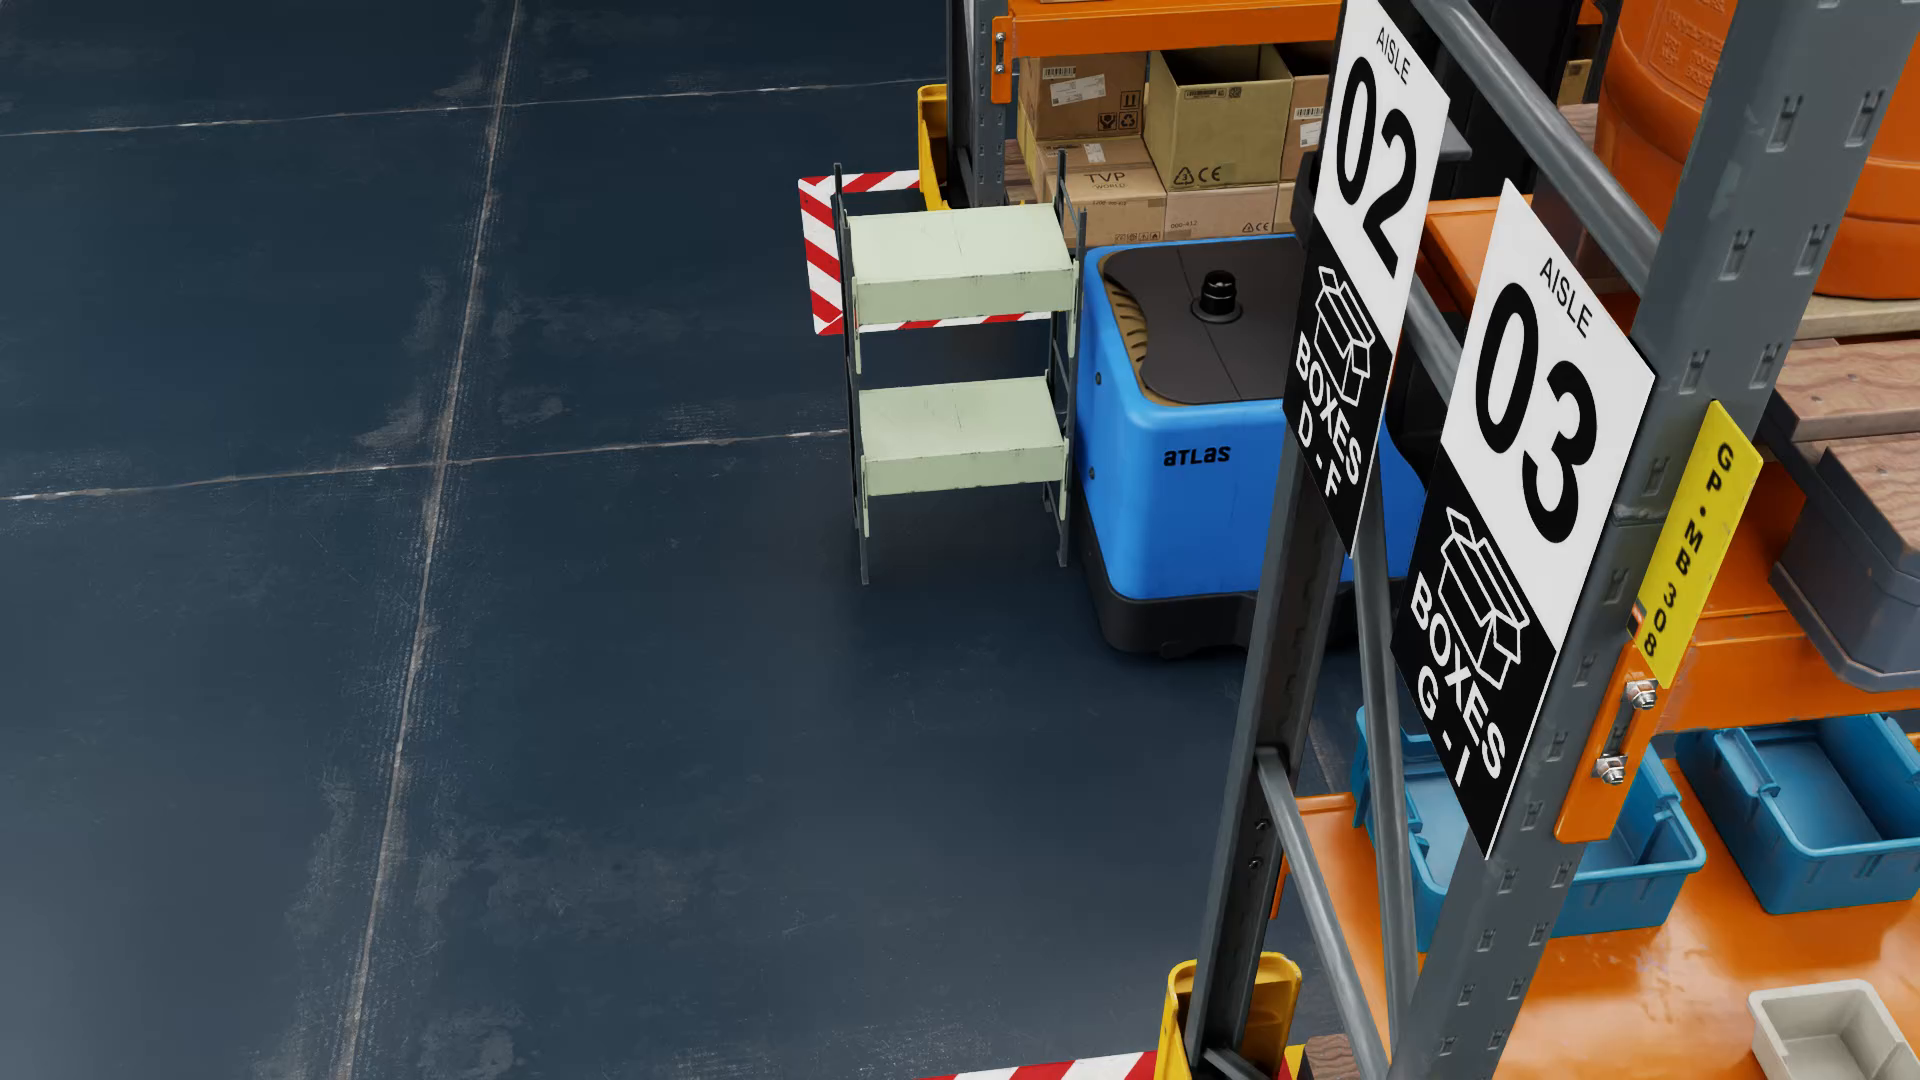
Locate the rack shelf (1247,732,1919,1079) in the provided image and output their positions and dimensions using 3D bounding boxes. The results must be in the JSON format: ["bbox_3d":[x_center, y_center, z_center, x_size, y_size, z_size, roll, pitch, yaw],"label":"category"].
[{"bbox_3d":[2.684,0.856,3.598,4.000,0.370,1.077,-5,42,-6],"label":"rack shelf"}]

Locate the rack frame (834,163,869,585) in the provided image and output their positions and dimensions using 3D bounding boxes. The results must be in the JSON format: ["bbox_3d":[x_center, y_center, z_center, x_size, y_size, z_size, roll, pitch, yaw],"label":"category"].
[{"bbox_3d":[-0.370,-0.525,5.712,0.023,1.500,0.400,-5,42,-6],"label":"rack frame"}]

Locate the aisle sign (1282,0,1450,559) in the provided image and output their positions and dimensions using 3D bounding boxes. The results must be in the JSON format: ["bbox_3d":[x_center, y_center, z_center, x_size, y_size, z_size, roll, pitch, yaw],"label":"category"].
[{"bbox_3d":[0.591,-0.394,2.506,0.004,0.787,0.394,-5,42,-6],"label":"aisle sign"}]

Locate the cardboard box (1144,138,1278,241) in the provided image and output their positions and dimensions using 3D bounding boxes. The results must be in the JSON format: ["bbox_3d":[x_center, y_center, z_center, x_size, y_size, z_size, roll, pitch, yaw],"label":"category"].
[{"bbox_3d":[1.119,-1.607,7.531,0.500,0.250,0.500,-5,42,-6],"label":"cardboard box"}]

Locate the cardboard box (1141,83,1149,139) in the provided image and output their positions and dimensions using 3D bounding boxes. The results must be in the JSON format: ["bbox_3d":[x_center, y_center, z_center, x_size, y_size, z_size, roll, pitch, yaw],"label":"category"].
[{"bbox_3d":[1.050,-1.956,7.919,0.500,0.250,0.500,-5,42,-6],"label":"cardboard box"}]

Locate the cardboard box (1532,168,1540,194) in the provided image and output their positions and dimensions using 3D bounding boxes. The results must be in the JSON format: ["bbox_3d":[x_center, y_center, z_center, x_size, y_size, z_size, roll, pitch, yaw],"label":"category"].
[{"bbox_3d":[2.606,-1.734,7.672,0.500,0.250,0.500,-5,42,-6],"label":"cardboard box"}]

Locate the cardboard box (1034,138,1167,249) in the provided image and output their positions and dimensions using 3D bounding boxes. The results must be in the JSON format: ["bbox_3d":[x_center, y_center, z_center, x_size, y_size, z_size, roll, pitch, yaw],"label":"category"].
[{"bbox_3d":[0.623,-1.561,7.480,0.500,0.250,0.500,-5,42,-6],"label":"cardboard box"}]

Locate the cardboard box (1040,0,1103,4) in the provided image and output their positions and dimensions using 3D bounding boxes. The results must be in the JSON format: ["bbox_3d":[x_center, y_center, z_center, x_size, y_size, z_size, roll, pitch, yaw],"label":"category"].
[{"bbox_3d":[0.527,-2.596,6.814,0.500,0.500,0.700,-5,42,-6],"label":"cardboard box"}]

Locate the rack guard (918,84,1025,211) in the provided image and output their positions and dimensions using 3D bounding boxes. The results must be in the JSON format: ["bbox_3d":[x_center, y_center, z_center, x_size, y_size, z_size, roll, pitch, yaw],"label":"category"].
[{"bbox_3d":[0.039,-1.597,7.647,0.348,0.500,1.175,-5,42,-6],"label":"rack guard"}]

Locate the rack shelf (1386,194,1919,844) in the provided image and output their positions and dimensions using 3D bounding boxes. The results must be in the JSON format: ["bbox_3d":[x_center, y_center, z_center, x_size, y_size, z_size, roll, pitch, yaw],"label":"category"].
[{"bbox_3d":[2.684,-0.258,2.594,4.000,0.370,1.077,-5,42,-6],"label":"rack shelf"}]

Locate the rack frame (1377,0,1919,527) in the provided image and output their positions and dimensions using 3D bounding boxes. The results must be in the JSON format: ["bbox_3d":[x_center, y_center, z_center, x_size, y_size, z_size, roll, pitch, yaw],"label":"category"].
[{"bbox_3d":[0.701,-1.465,1.155,0.127,3.000,1.000,-5,42,-6],"label":"rack frame"}]

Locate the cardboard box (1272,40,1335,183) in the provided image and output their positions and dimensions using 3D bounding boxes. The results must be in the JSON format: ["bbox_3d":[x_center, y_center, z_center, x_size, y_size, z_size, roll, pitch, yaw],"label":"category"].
[{"bbox_3d":[1.613,-1.936,7.336,0.500,0.500,0.500,-5,42,-6],"label":"cardboard box"}]

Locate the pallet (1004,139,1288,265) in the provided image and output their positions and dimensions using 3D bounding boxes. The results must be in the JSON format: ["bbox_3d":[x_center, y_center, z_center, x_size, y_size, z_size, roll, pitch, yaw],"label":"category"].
[{"bbox_3d":[0.815,-1.586,7.851,1.213,0.211,1.003,-5,42,-6],"label":"pallet"}]

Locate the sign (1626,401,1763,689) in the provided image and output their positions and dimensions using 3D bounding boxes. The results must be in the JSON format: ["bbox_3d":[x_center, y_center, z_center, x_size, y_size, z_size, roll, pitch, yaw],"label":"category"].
[{"bbox_3d":[0.768,0.011,1.752,0.005,0.325,0.100,-5,42,-6],"label":"sign"}]

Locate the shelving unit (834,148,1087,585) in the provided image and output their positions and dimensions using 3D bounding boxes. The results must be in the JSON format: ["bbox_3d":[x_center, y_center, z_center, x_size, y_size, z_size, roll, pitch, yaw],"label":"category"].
[{"bbox_3d":[-0.007,-0.556,5.747,0.755,1.500,0.431,-5,42,-6],"label":"shelving unit"}]

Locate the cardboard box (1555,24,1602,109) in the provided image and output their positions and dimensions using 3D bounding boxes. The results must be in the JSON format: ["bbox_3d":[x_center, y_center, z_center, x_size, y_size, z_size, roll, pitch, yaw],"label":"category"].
[{"bbox_3d":[2.605,-2.021,7.430,0.500,0.500,0.500,-5,42,-6],"label":"cardboard box"}]

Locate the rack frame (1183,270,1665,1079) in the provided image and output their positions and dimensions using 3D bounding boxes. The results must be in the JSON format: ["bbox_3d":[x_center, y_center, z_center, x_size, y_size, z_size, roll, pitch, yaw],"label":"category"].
[{"bbox_3d":[0.701,0.763,3.165,0.127,3.000,1.000,-5,42,-6],"label":"rack frame"}]

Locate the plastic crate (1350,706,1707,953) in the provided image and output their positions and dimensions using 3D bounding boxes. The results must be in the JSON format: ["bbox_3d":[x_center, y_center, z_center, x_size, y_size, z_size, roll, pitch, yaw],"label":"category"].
[{"bbox_3d":[1.159,0.576,3.483,0.616,0.251,0.499,-5,42,-6],"label":"plastic crate"}]

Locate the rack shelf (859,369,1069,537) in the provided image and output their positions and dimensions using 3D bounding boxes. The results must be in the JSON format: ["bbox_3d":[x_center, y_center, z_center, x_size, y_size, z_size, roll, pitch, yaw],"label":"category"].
[{"bbox_3d":[-0.007,-0.314,5.965,0.720,0.370,0.431,-5,42,-6],"label":"rack shelf"}]

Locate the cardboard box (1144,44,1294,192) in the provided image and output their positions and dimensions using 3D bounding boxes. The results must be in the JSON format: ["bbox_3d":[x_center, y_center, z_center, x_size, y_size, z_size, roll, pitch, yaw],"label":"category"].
[{"bbox_3d":[1.119,-1.884,7.279,0.500,0.500,0.500,-5,42,-6],"label":"cardboard box"}]

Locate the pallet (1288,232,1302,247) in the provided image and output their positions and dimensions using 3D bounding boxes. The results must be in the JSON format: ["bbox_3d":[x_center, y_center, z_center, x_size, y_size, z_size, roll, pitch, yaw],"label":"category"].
[{"bbox_3d":[2.023,-1.690,7.966,1.213,0.211,1.003,-5,42,-6],"label":"pallet"}]

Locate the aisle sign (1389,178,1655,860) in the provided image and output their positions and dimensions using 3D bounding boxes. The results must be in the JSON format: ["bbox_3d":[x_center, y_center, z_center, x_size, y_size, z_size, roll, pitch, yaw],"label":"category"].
[{"bbox_3d":[0.668,-0.002,2.071,0.004,0.787,0.394,-5,42,-6],"label":"aisle sign"}]

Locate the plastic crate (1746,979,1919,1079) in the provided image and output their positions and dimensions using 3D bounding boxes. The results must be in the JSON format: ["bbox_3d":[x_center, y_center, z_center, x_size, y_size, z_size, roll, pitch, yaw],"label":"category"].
[{"bbox_3d":[1.630,0.997,3.102,0.250,0.136,0.298,-5,42,-6],"label":"plastic crate"}]

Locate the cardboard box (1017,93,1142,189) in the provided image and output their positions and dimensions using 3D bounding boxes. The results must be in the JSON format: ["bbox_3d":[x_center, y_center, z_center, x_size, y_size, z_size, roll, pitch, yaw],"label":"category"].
[{"bbox_3d":[0.556,-1.905,7.862,0.500,0.250,0.500,-5,42,-6],"label":"cardboard box"}]

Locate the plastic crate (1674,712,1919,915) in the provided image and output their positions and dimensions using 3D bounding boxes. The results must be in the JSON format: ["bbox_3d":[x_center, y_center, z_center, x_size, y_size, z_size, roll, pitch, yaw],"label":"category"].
[{"bbox_3d":[1.803,0.523,3.541,0.408,0.251,0.499,-5,42,-6],"label":"plastic crate"}]

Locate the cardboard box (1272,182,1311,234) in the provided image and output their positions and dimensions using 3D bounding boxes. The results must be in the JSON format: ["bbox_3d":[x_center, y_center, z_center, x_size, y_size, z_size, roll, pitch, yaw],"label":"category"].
[{"bbox_3d":[1.614,-1.650,7.579,0.500,0.250,0.500,-5,42,-6],"label":"cardboard box"}]

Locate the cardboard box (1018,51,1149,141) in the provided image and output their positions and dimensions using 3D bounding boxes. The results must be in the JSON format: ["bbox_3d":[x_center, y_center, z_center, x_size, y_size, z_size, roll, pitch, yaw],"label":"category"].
[{"bbox_3d":[0.556,-2.185,7.612,0.500,0.500,0.500,-5,42,-6],"label":"cardboard box"}]

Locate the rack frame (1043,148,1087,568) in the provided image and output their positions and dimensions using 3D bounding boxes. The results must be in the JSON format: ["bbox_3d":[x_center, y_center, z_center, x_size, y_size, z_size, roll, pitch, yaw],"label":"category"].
[{"bbox_3d":[0.356,-0.588,5.782,0.023,1.500,0.400,-5,42,-6],"label":"rack frame"}]

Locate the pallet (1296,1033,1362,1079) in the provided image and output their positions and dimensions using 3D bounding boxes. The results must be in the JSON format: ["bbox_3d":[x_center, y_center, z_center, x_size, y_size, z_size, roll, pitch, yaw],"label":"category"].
[{"bbox_3d":[1.577,1.693,4.215,1.213,0.211,1.003,-5,42,-6],"label":"pallet"}]

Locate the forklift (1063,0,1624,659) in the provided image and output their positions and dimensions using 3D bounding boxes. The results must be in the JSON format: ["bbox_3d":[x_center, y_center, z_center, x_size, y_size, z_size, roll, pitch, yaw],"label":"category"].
[{"bbox_3d":[1.945,-1.117,5.300,3.031,2.935,1.130,-5,42,-6],"label":"forklift"}]

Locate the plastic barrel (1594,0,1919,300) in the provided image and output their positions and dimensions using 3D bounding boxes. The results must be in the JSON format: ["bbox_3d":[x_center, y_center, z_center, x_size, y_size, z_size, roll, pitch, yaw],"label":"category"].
[{"bbox_3d":[1.167,-0.793,2.016,0.708,0.830,0.600,-5,42,-6],"label":"plastic barrel"}]

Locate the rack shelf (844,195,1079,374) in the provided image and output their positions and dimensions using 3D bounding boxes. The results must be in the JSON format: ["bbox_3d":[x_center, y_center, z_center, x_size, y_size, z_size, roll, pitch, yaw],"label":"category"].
[{"bbox_3d":[-0.007,-0.846,5.486,0.720,0.370,0.431,-5,42,-6],"label":"rack shelf"}]

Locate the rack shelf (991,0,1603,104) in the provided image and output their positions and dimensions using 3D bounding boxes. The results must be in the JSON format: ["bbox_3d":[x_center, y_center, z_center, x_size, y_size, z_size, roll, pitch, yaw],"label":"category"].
[{"bbox_3d":[2.046,-2.434,7.246,4.000,0.370,1.077,-5,42,-6],"label":"rack shelf"}]

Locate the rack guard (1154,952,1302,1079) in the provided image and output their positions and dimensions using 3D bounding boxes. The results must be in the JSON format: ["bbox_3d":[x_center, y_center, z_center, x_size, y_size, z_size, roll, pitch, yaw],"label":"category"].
[{"bbox_3d":[0.770,1.653,4.044,0.348,0.500,1.175,-5,42,-6],"label":"rack guard"}]

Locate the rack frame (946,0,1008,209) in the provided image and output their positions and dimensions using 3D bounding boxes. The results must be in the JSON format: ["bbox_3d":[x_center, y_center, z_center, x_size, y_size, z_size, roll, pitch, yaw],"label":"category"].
[{"bbox_3d":[0.063,-2.527,6.812,0.127,3.000,1.000,-5,42,-6],"label":"rack frame"}]

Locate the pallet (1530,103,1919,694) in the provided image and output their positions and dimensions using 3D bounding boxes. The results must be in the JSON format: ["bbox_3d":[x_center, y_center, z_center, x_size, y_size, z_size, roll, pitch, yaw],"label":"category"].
[{"bbox_3d":[1.534,-0.288,2.231,1.213,0.211,1.003,-5,42,-6],"label":"pallet"}]
